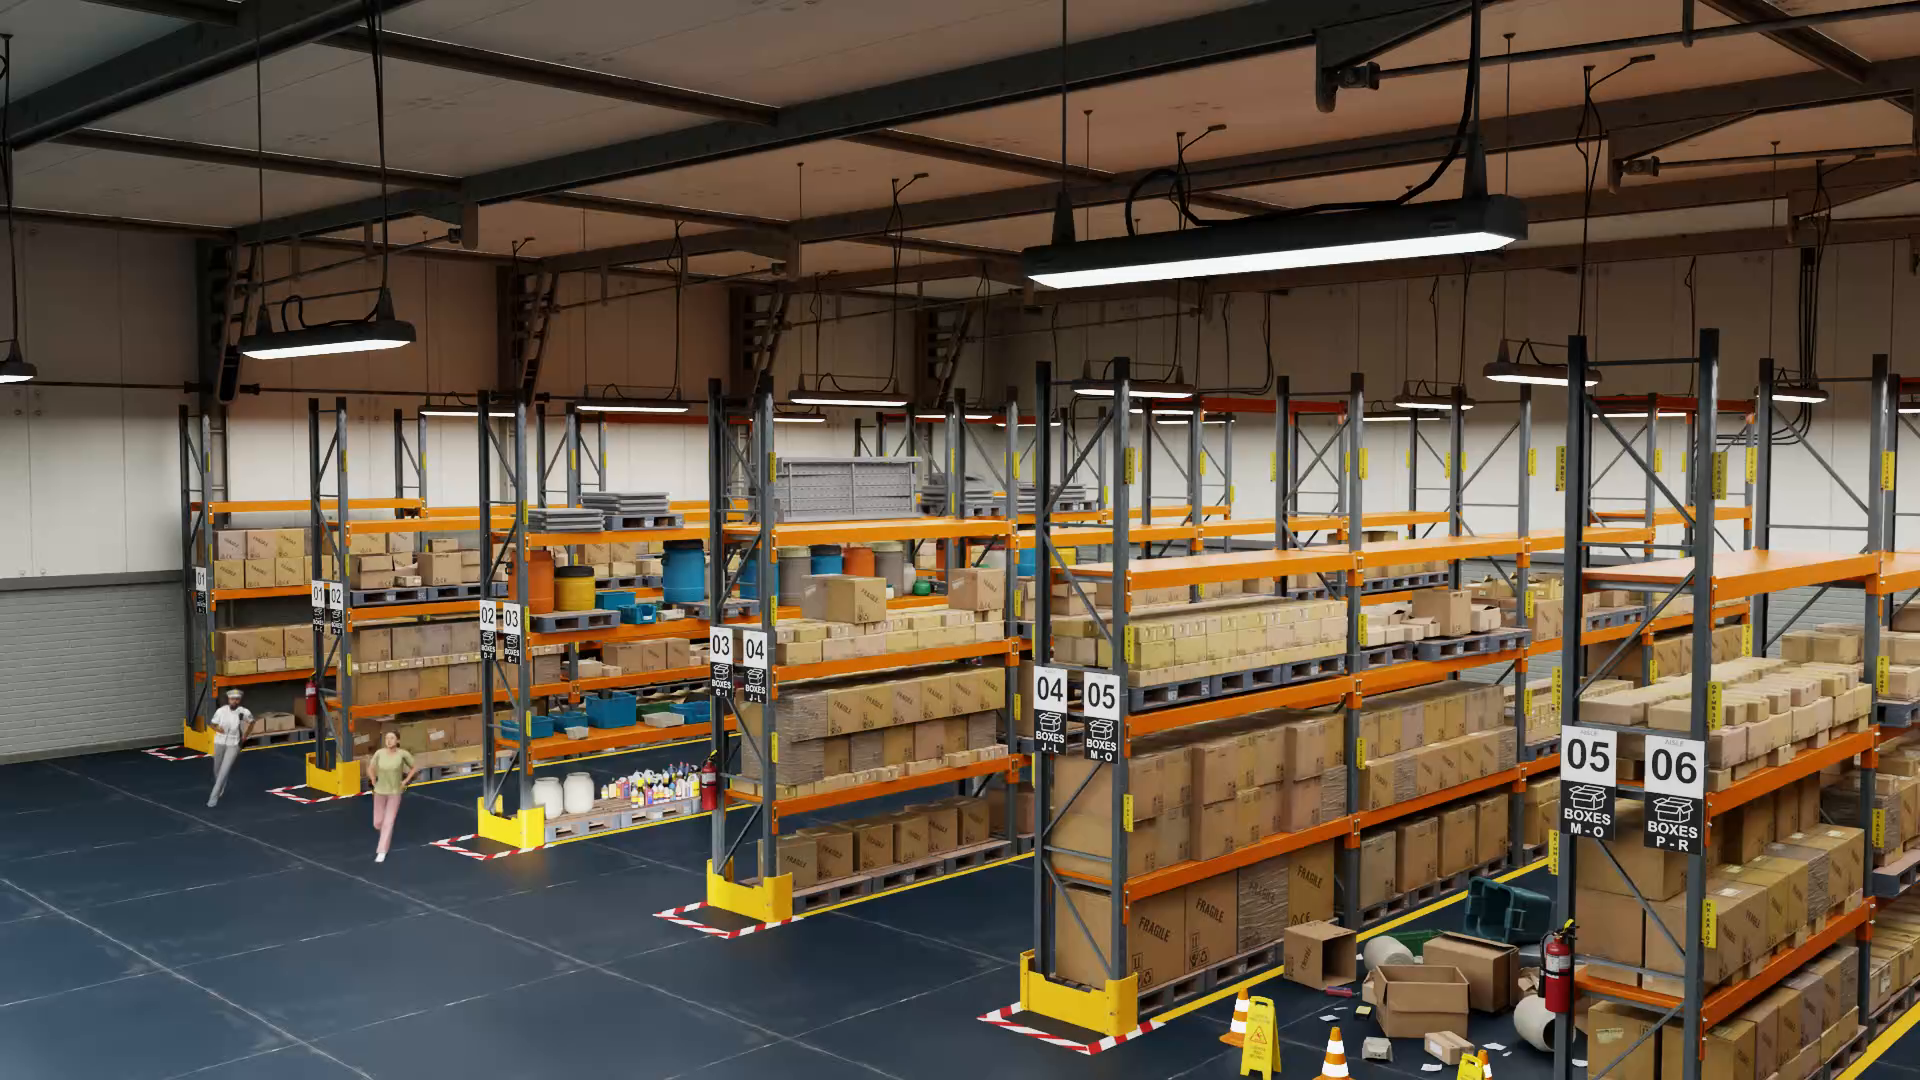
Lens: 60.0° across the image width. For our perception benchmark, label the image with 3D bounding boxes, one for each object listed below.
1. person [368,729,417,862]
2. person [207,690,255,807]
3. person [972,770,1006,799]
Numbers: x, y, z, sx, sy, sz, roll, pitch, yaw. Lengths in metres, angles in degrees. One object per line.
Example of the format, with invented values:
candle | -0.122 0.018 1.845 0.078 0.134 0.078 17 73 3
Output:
person | -7.270 3.233 21.297 0.597 1.646 0.744 0 3 -5
person | -10.793 3.036 24.605 0.618 1.681 0.842 -1 3 -10
person | 0.421 2.998 23.560 0.662 1.773 1.000 2 4 37
